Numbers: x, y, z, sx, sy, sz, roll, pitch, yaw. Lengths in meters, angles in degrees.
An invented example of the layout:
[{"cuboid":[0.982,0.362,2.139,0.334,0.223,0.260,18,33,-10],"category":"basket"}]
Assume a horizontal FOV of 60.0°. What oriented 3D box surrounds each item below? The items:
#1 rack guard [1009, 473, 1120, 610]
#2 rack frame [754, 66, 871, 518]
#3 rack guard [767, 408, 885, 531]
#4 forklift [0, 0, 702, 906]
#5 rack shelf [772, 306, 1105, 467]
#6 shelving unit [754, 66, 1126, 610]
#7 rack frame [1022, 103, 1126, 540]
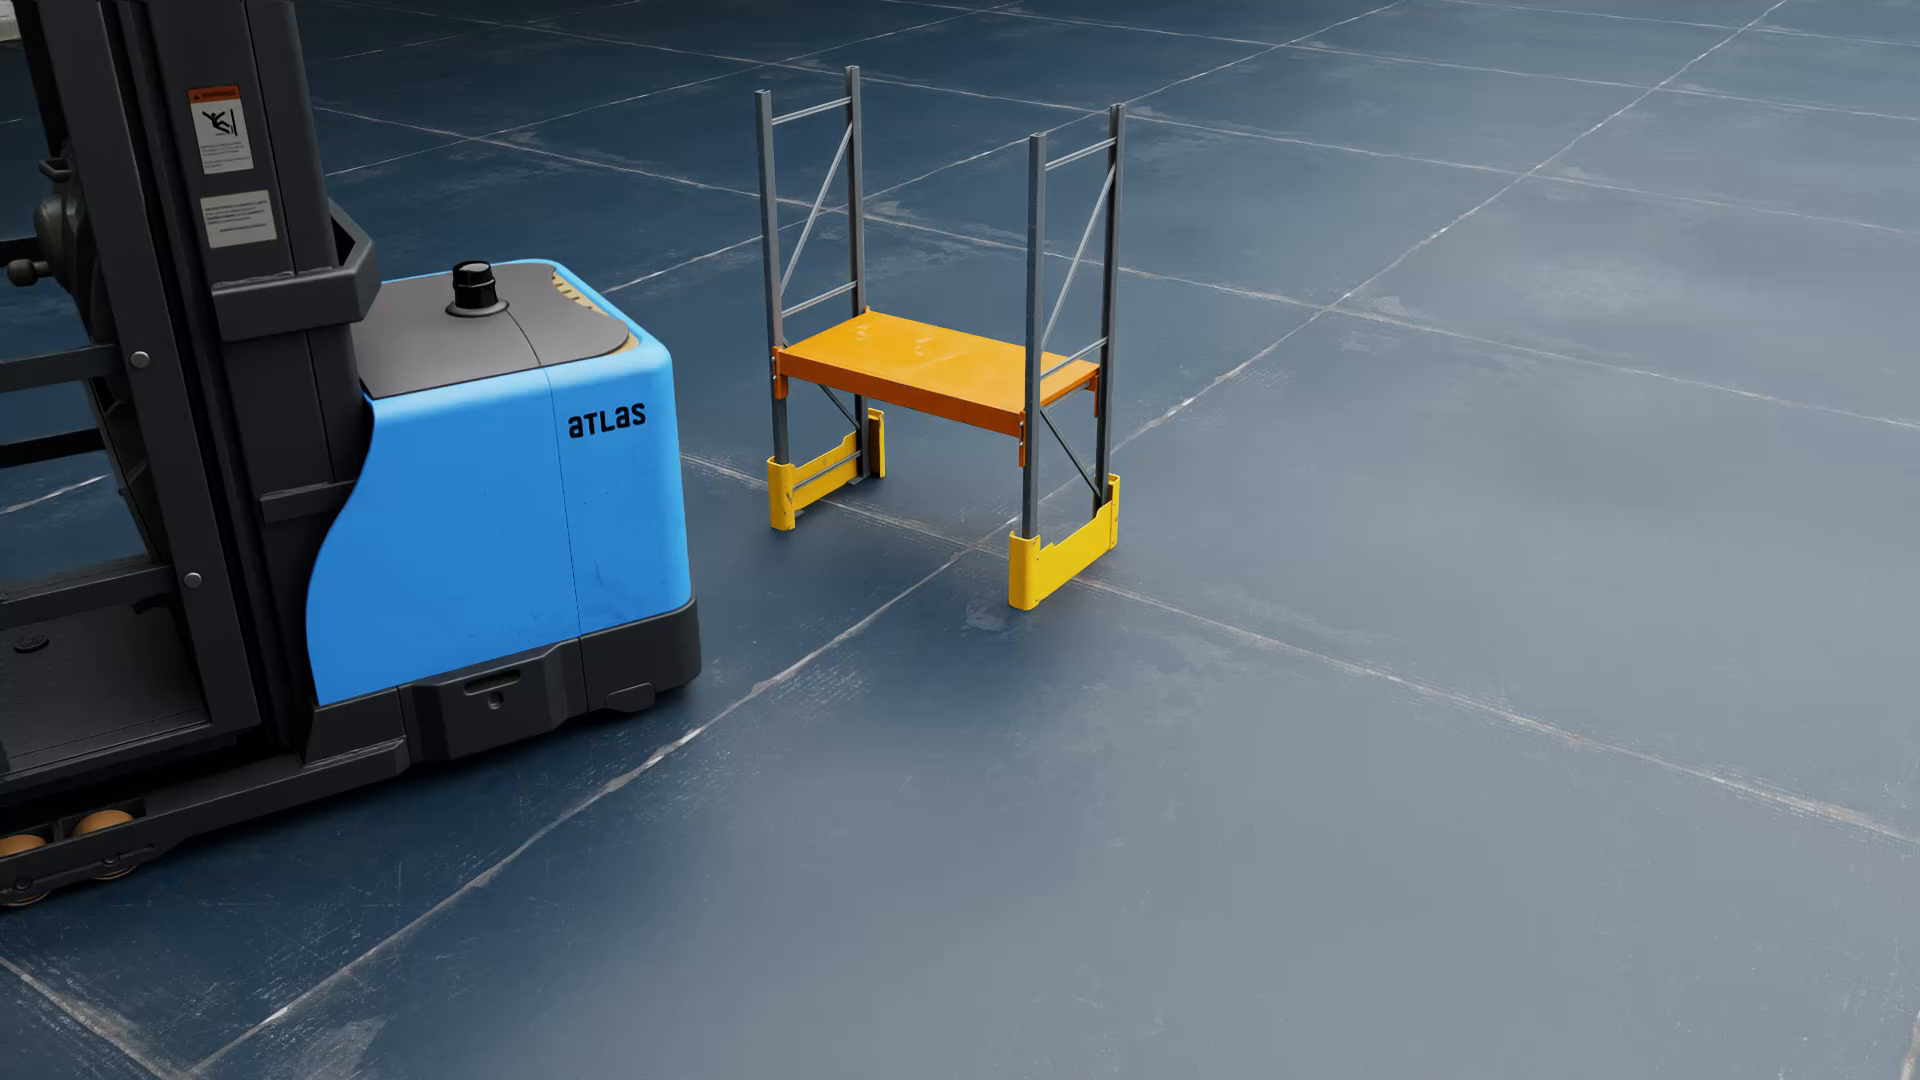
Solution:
[{"cuboid":[0.348,-0.003,5.480,0.087,0.250,0.587,17,32,30],"category":"rack guard"},{"cuboid":[-0.489,-0.821,5.709,0.032,1.500,0.500,17,32,30],"category":"rack frame"},{"cuboid":[-0.473,-0.259,5.983,0.087,0.250,0.587,17,32,30],"category":"rack guard"},{"cuboid":[-2.282,-0.698,3.889,3.031,2.935,1.130,-15,31,-27],"category":"forklift"},{"cuboid":[-0.070,-0.530,5.534,1.000,0.185,0.538,17,32,30],"category":"rack shelf"},{"cuboid":[-0.063,-0.688,5.448,1.083,1.500,0.587,17,32,30],"category":"shelving unit"},{"cuboid":[0.349,-0.560,5.196,0.032,1.500,0.500,17,32,30],"category":"rack frame"}]
